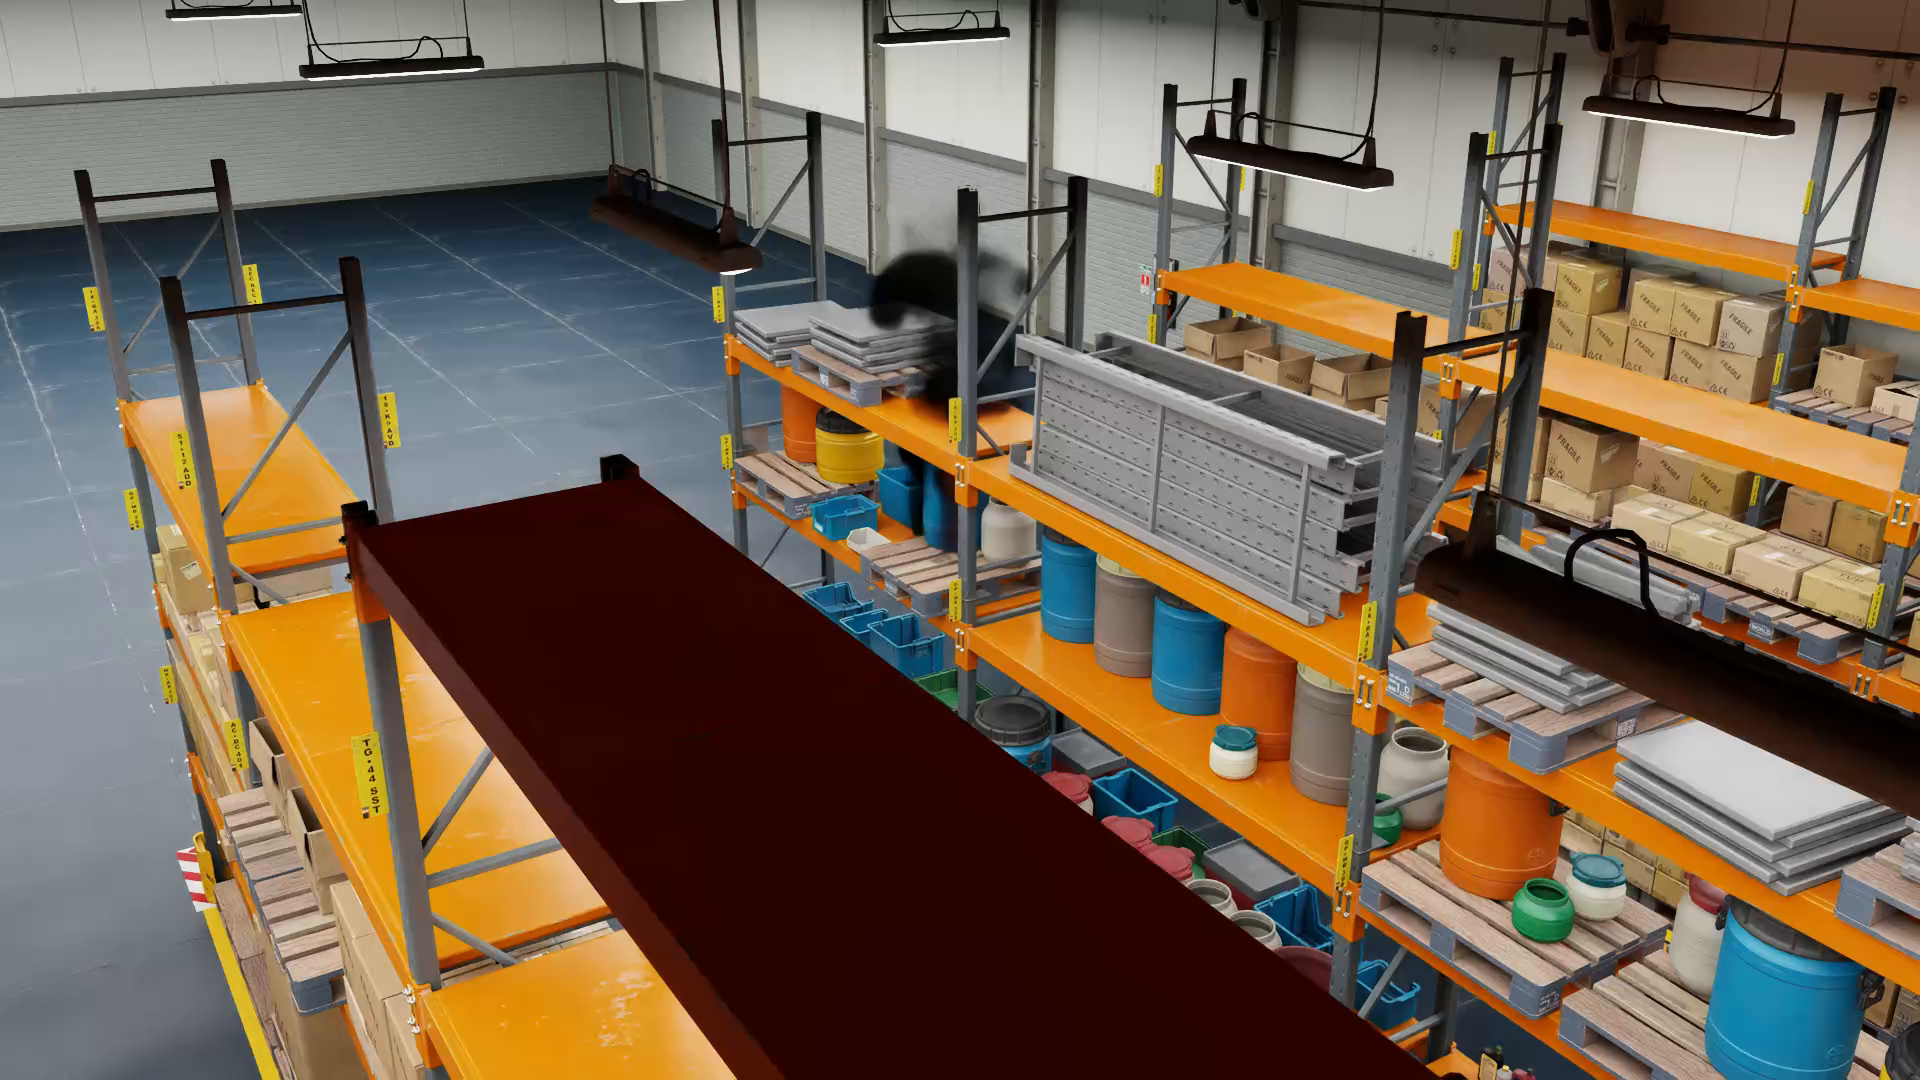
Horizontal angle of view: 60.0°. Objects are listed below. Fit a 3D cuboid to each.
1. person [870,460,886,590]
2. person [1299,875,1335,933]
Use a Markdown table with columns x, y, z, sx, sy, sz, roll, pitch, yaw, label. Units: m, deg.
| x | y | z | sx | sy | sz | roll | pitch | yaw | label |
| --- | --- | --- | --- | --- | --- | --- | --- | --- | --- |
| -1.044 | -0.235 | 19.700 | 0.650 | 1.698 | 0.649 | -3 | 22 | -9 | person |
| 2.825 | 2.287 | 12.849 | 0.645 | 1.773 | 0.802 | -12 | 25 | -27 | person |
